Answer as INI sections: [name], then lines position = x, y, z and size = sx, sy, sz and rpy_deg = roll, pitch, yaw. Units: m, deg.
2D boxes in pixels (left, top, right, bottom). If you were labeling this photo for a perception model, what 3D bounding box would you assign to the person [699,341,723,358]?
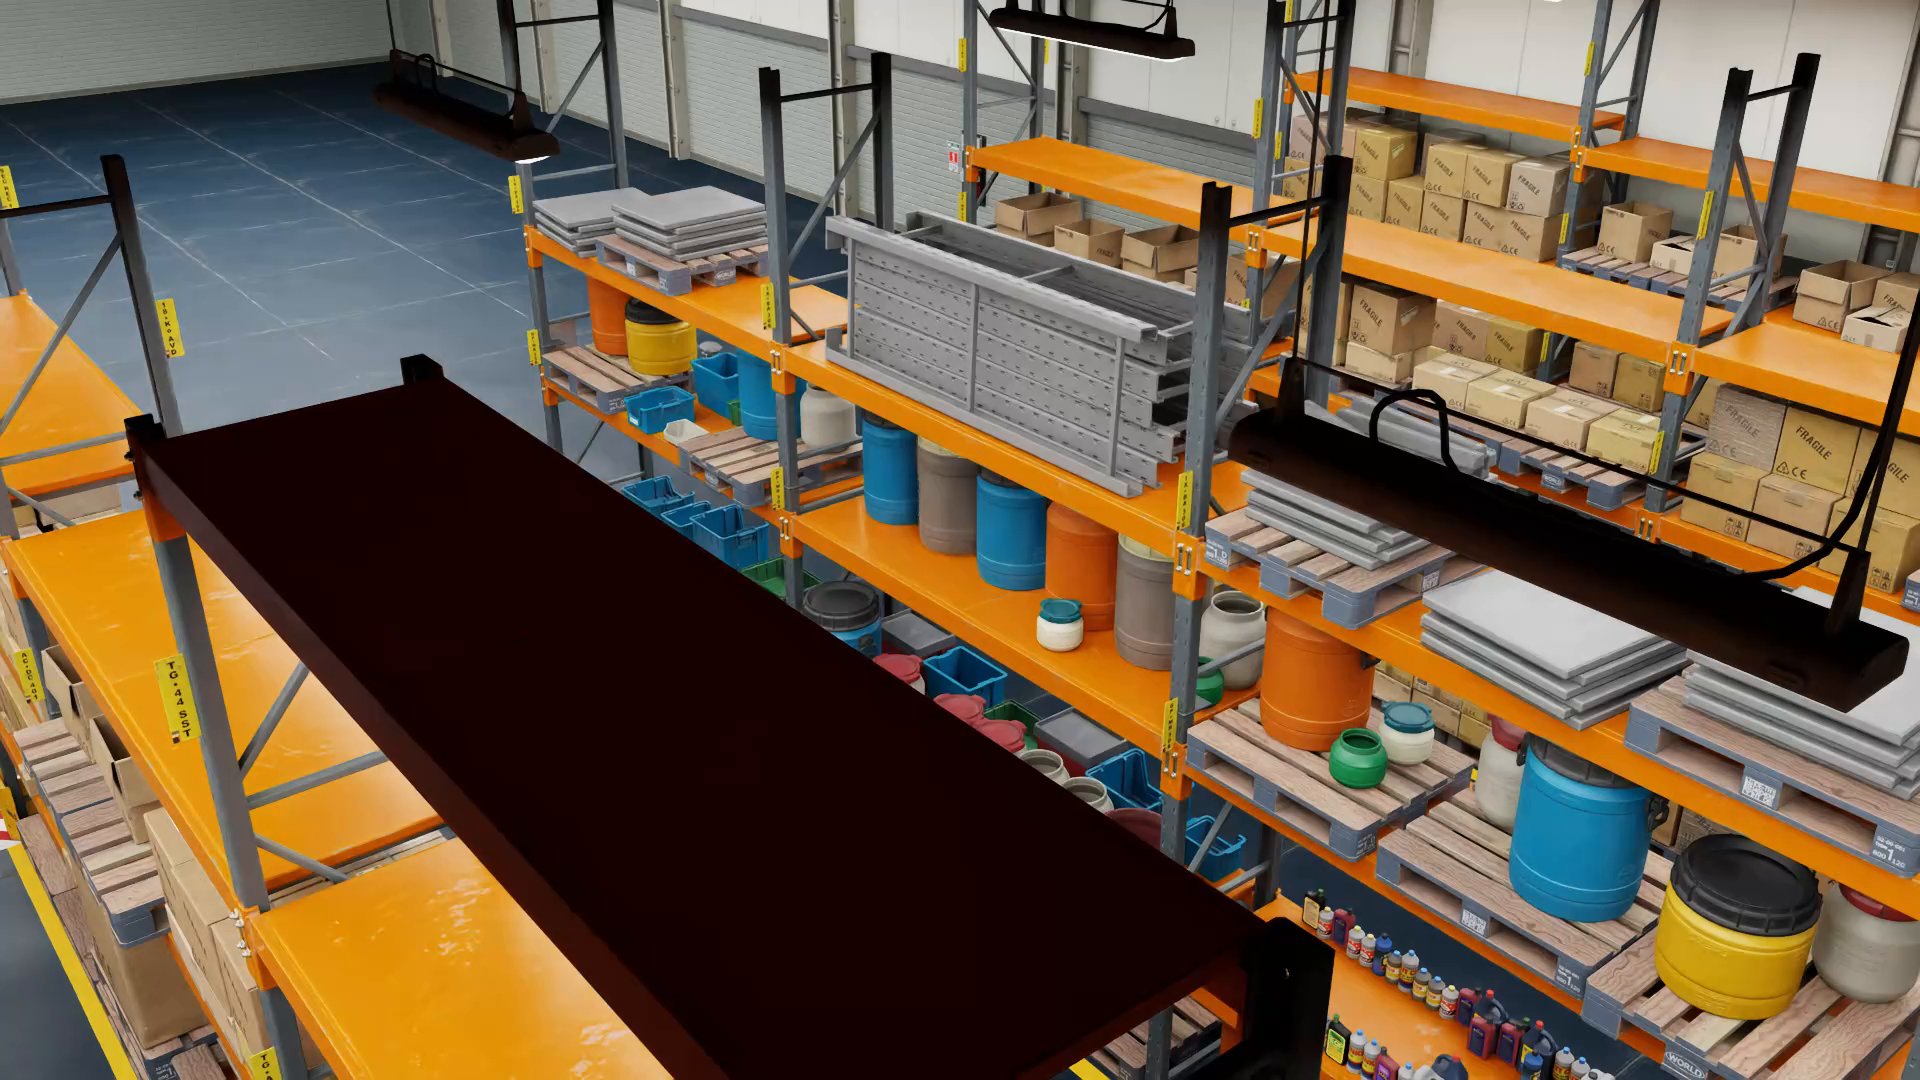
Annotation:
[person]
position = -2.901, -1.548, 19.543
size = 0.988, 1.616, 0.504
rpy_deg = 8, 27, 17
